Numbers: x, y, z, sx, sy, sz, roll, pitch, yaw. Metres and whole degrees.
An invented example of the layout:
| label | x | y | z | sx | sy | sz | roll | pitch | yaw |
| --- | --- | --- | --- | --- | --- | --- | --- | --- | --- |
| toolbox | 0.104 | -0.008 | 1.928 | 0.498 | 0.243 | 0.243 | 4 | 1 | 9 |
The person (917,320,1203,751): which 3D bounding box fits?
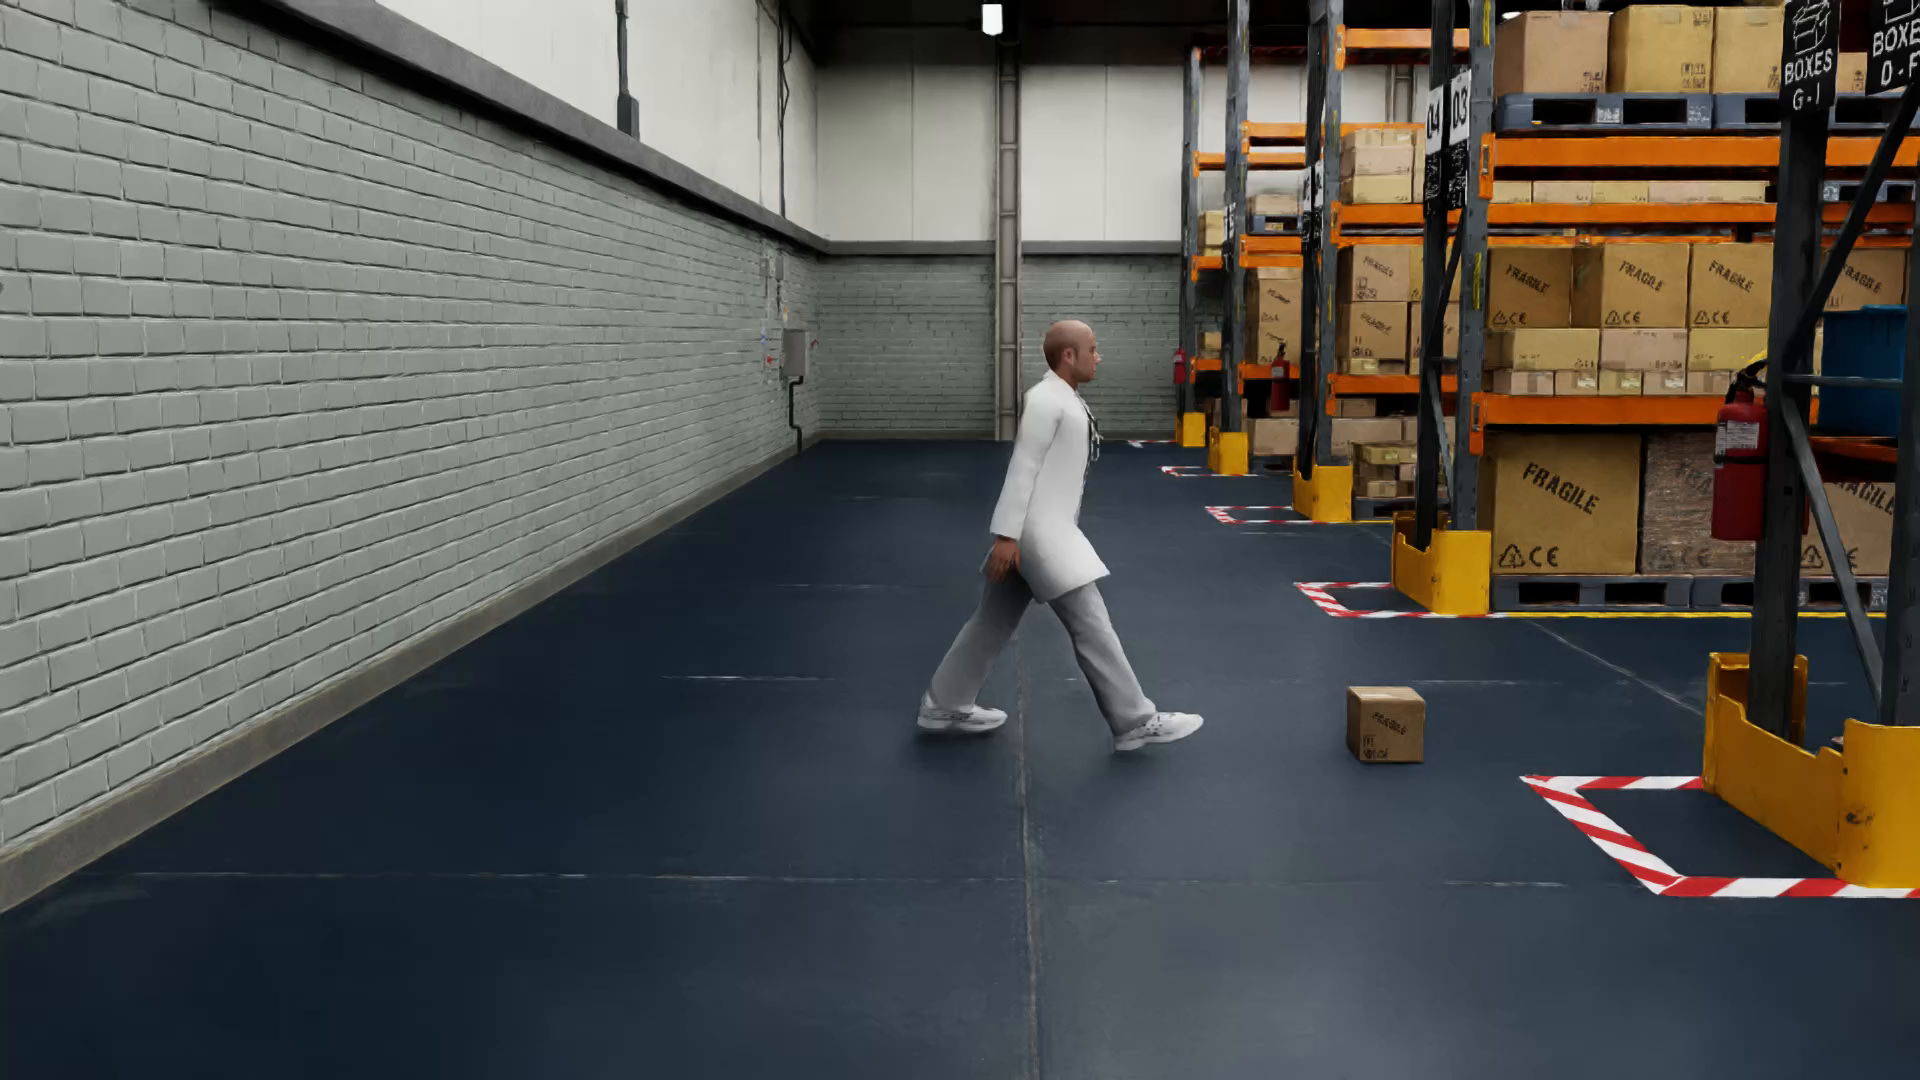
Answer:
| label | x | y | z | sx | sy | sz | roll | pitch | yaw |
| --- | --- | --- | --- | --- | --- | --- | --- | --- | --- |
| person | 0.402 | -0.036 | 6.694 | 1.154 | 1.690 | 0.616 | 1 | 7 | 6 |
